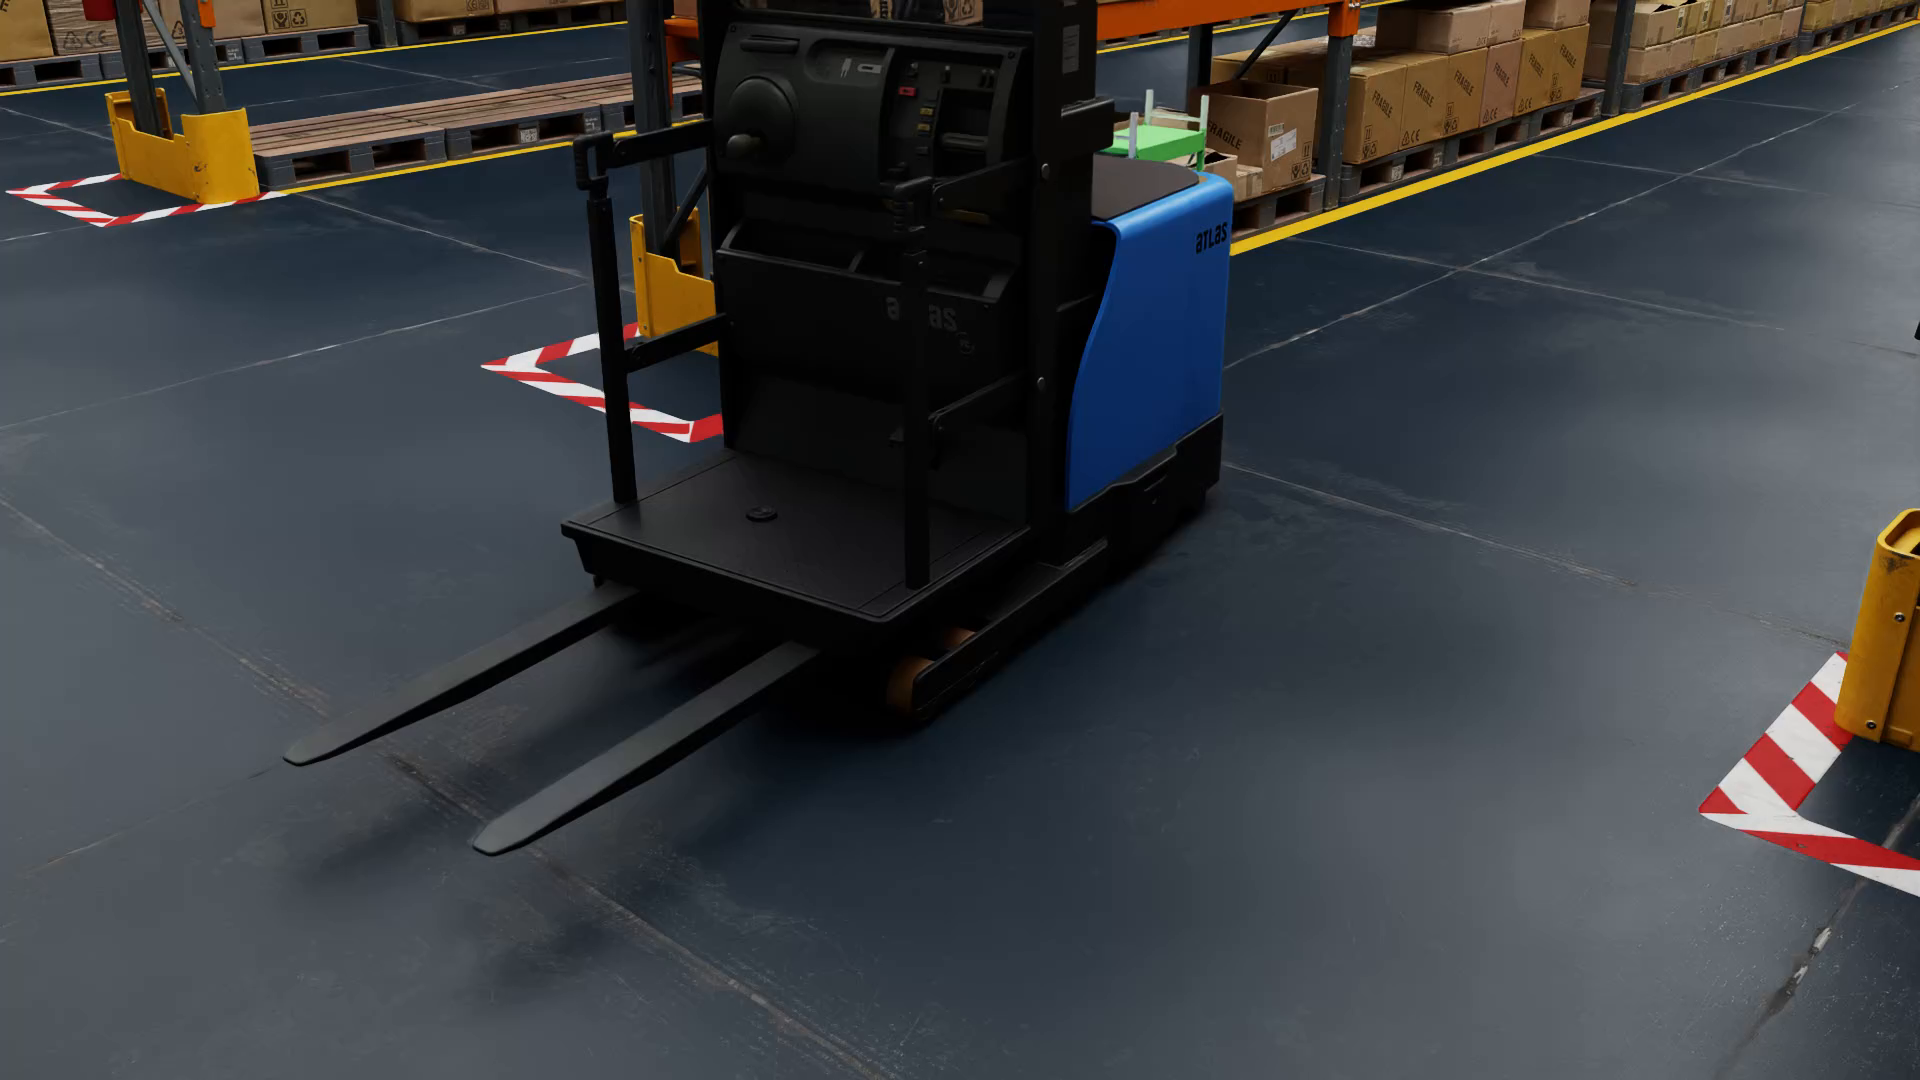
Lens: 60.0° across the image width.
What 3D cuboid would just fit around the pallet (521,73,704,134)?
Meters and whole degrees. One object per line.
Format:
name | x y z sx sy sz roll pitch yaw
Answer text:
pallet | -2.414 -3.216 12.165 1.003 0.211 1.213 20 31 38

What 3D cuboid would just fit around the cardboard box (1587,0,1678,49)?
cardboard box | 4.972 -3.860 12.356 0.500 0.311 0.500 21 32 39

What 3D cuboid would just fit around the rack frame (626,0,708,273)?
rack frame | -0.935 -2.151 6.381 1.000 3.000 0.127 20 31 38

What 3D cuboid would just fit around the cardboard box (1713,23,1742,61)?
cardboard box | 5.992 -4.074 13.518 0.500 0.250 0.500 21 32 39

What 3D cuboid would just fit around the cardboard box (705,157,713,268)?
cardboard box | -0.756 -1.444 7.322 0.500 0.500 0.500 20 31 38

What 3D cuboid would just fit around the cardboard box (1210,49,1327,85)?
cardboard box | 1.850 -2.658 10.030 0.500 0.500 0.500 20 31 37

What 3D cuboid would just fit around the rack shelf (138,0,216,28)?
rack shelf | -3.287 -3.786 10.906 1.077 0.370 4.000 20 31 38

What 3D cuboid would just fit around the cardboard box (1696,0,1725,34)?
cardboard box | 5.659 -4.178 13.063 0.500 0.311 0.500 19 30 36

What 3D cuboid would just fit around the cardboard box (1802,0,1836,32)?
cardboard box | 7.609 -4.802 15.142 0.500 0.250 0.500 20 31 38

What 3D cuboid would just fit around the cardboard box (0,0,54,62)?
cardboard box | -7.942 -4.296 13.248 0.875 0.875 0.875 20 31 38

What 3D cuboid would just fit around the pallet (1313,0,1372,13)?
pallet | 3.867 -6.081 18.555 1.003 0.211 1.213 20 31 38

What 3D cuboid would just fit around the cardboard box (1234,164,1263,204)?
cardboard box | 1.360 -1.888 8.741 0.380 0.149 0.250 20 31 38

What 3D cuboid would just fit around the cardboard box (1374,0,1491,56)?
cardboard box | 2.906 -3.157 10.226 0.500 0.250 0.500 20 31 38

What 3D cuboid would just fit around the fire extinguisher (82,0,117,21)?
fire extinguisher | -5.061 -3.377 9.666 0.296 0.674 0.183 20 31 38

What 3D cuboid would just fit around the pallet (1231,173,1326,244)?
pallet | 1.275 -1.888 9.203 1.003 0.211 1.213 20 31 38

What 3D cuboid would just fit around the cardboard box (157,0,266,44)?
cardboard box | -6.741 -4.844 14.472 0.875 0.875 0.875 20 31 38

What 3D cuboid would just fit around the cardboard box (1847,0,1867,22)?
cardboard box | 8.284 -5.104 15.815 0.500 0.250 0.500 20 31 38

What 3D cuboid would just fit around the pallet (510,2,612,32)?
pallet | -4.367 -5.432 17.108 1.003 0.211 1.213 20 31 38

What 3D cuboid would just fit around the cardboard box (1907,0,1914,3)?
cardboard box | 9.605 -5.718 17.185 0.500 0.250 0.500 20 31 38

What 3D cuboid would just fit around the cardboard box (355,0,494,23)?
cardboard box | -5.228 -5.498 15.930 1.225 0.875 0.875 20 31 38

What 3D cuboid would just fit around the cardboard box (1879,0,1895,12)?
cardboard box | 8.948 -5.410 16.497 0.500 0.250 0.500 20 31 38

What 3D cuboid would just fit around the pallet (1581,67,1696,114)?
pallet | 4.982 -3.556 12.923 1.003 0.211 1.213 20 31 38

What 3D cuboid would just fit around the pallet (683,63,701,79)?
pallet | -1.406 -3.674 13.187 1.003 0.211 1.213 20 31 38

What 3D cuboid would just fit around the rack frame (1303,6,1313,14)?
rack frame | 3.387 -7.161 17.554 1.000 3.000 0.127 20 31 38

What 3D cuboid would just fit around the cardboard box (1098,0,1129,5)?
cardboard box | 0.569 -2.722 7.533 0.500 0.500 0.500 21 31 38

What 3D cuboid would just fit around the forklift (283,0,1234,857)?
forklift | -0.371 -1.098 4.116 1.130 2.935 3.031 15 28 30

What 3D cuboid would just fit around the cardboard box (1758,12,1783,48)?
cardboard box | 6.674 -4.385 14.210 0.500 0.250 0.500 20 31 37

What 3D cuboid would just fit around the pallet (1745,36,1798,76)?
pallet | 6.611 -4.299 14.581 1.003 0.211 1.213 20 31 38

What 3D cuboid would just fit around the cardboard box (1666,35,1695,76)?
cardboard box | 5.307 -3.758 12.813 0.500 0.250 0.500 19 30 36

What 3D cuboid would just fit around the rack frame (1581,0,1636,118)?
rack frame | 4.404 -4.588 11.817 1.000 3.000 0.127 20 31 38

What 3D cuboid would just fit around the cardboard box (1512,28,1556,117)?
cardboard box | 3.609 -3.142 11.108 0.500 0.500 0.500 19 30 36

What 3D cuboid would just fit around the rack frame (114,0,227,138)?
rack frame | -4.622 -3.504 9.400 1.000 3.000 0.127 20 31 38

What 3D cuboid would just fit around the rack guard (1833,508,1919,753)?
rack guard | 2.740 0.349 3.861 1.175 0.500 0.348 20 31 38

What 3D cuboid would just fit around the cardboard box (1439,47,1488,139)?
cardboard box | 2.925 -2.826 10.405 0.500 0.500 0.500 21 31 38

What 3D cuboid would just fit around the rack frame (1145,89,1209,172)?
rack frame | 0.750 -1.006 6.027 0.240 1.200 0.015 16 28 32

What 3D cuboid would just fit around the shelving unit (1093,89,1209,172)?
shelving unit | 0.608 -0.930 5.844 0.258 1.200 0.503 16 28 32

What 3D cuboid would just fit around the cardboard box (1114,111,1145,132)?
cardboard box | 0.484 -1.857 8.240 0.797 0.503 0.637 20 31 38

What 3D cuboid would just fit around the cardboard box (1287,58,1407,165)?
cardboard box | 2.239 -2.510 9.700 0.500 0.500 0.500 18 30 35

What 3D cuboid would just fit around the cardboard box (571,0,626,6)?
cardboard box | -4.048 -6.042 17.144 1.225 0.875 0.875 20 31 38

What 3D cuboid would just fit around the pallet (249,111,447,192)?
pallet | -4.042 -2.473 10.507 1.003 0.211 1.213 20 31 38

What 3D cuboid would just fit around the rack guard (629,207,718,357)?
rack guard | -0.885 -1.033 6.944 1.175 0.500 0.348 20 31 38

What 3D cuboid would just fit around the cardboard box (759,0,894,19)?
cardboard box | -0.443 -2.260 6.501 0.500 0.500 0.500 21 32 39

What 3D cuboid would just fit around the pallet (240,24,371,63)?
pallet | -6.206 -4.593 15.236 1.003 0.211 1.213 20 31 38

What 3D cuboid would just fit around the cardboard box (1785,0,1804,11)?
cardboard box | 7.017 -4.798 14.447 0.500 0.311 0.500 20 31 38

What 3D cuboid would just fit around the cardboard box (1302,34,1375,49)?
cardboard box | 2.521 -2.959 10.701 0.500 0.500 0.500 21 31 38

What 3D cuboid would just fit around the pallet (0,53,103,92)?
pallet | -7.835 -3.849 13.578 1.003 0.211 1.213 20 31 38

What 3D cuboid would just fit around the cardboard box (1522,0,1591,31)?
cardboard box | 3.920 -3.623 11.265 0.500 0.250 0.500 22 32 39

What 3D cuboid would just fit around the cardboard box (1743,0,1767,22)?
cardboard box | 6.339 -4.486 13.752 0.500 0.311 0.500 20 31 37

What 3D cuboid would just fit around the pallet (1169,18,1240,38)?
pallet | 2.078 -5.265 16.734 1.003 0.211 1.213 20 31 38

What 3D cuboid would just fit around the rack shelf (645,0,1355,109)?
rack shelf | 0.399 -2.432 7.887 1.077 0.370 4.000 20 31 38

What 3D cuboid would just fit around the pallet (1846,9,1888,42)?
pallet | 8.450 -5.139 16.453 1.003 0.211 1.213 20 31 38

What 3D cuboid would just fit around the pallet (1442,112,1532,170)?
pallet | 3.063 -2.729 11.078 1.003 0.211 1.213 20 31 38
